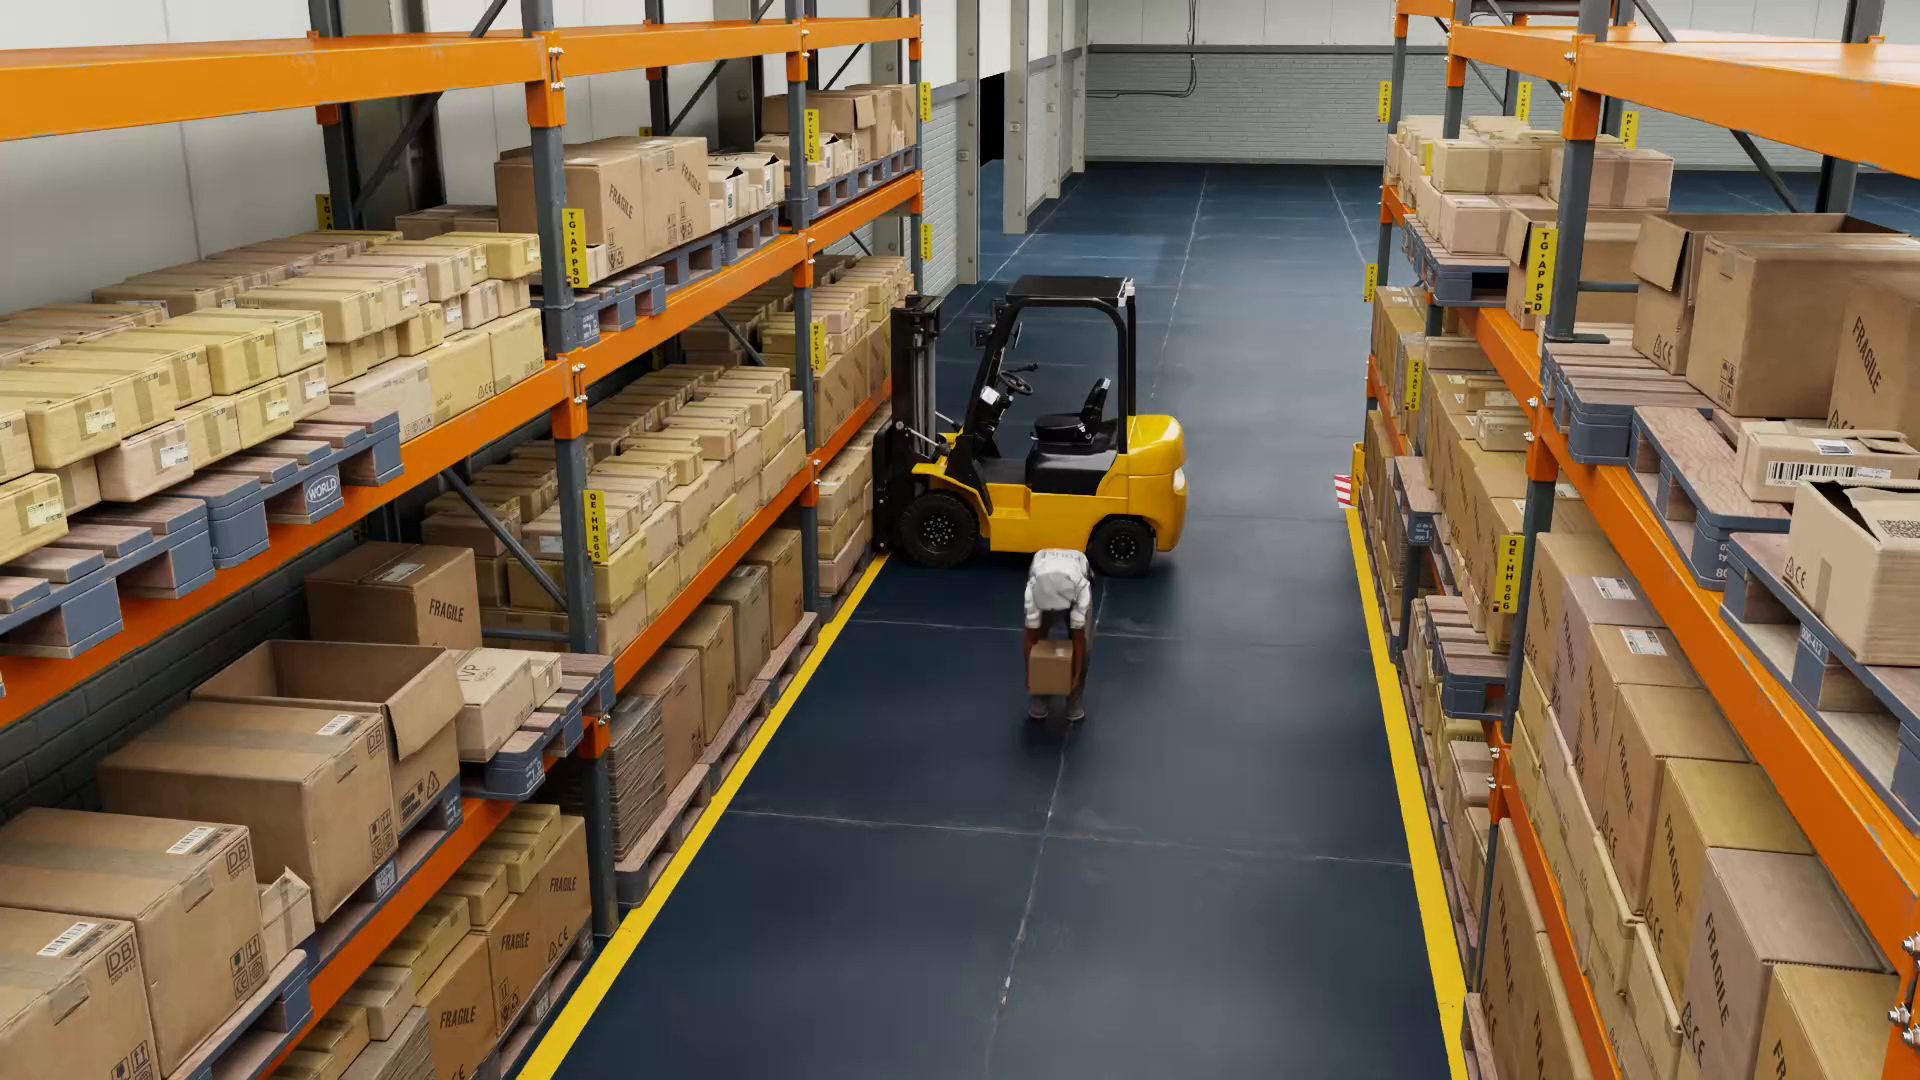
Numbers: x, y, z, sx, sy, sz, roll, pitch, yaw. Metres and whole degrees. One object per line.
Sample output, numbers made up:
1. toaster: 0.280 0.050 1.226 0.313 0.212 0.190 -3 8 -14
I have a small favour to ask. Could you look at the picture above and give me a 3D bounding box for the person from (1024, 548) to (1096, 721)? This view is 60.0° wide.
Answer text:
1. person: 0.592 0.591 10.088 0.414 1.142 0.938 2 18 7
